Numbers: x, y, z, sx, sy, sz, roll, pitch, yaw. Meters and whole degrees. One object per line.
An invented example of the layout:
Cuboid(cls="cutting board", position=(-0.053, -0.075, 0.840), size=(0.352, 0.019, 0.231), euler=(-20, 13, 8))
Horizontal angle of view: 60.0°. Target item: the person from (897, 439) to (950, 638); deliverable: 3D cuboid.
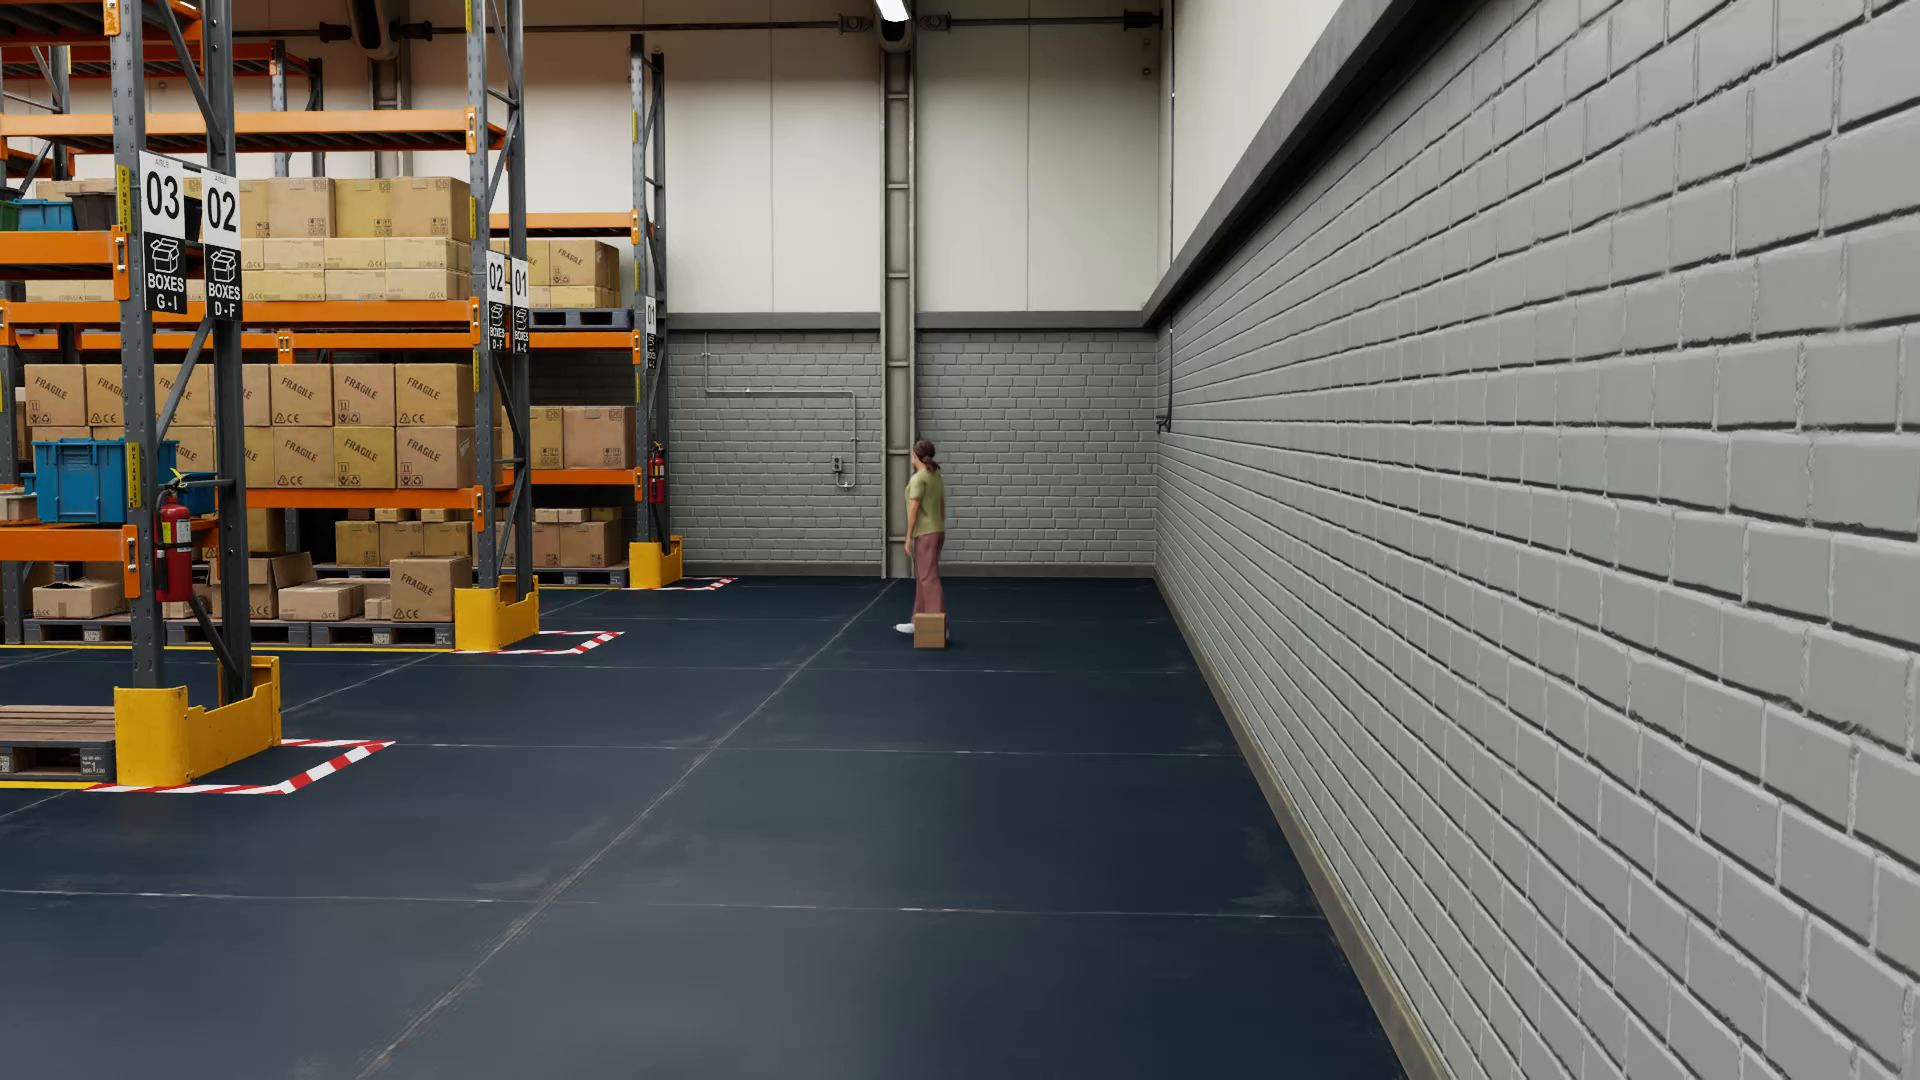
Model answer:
Cuboid(cls="person", position=(-0.317, -0.016, 13.992), size=(0.584, 1.666, 0.550), euler=(2, 5, 23))
